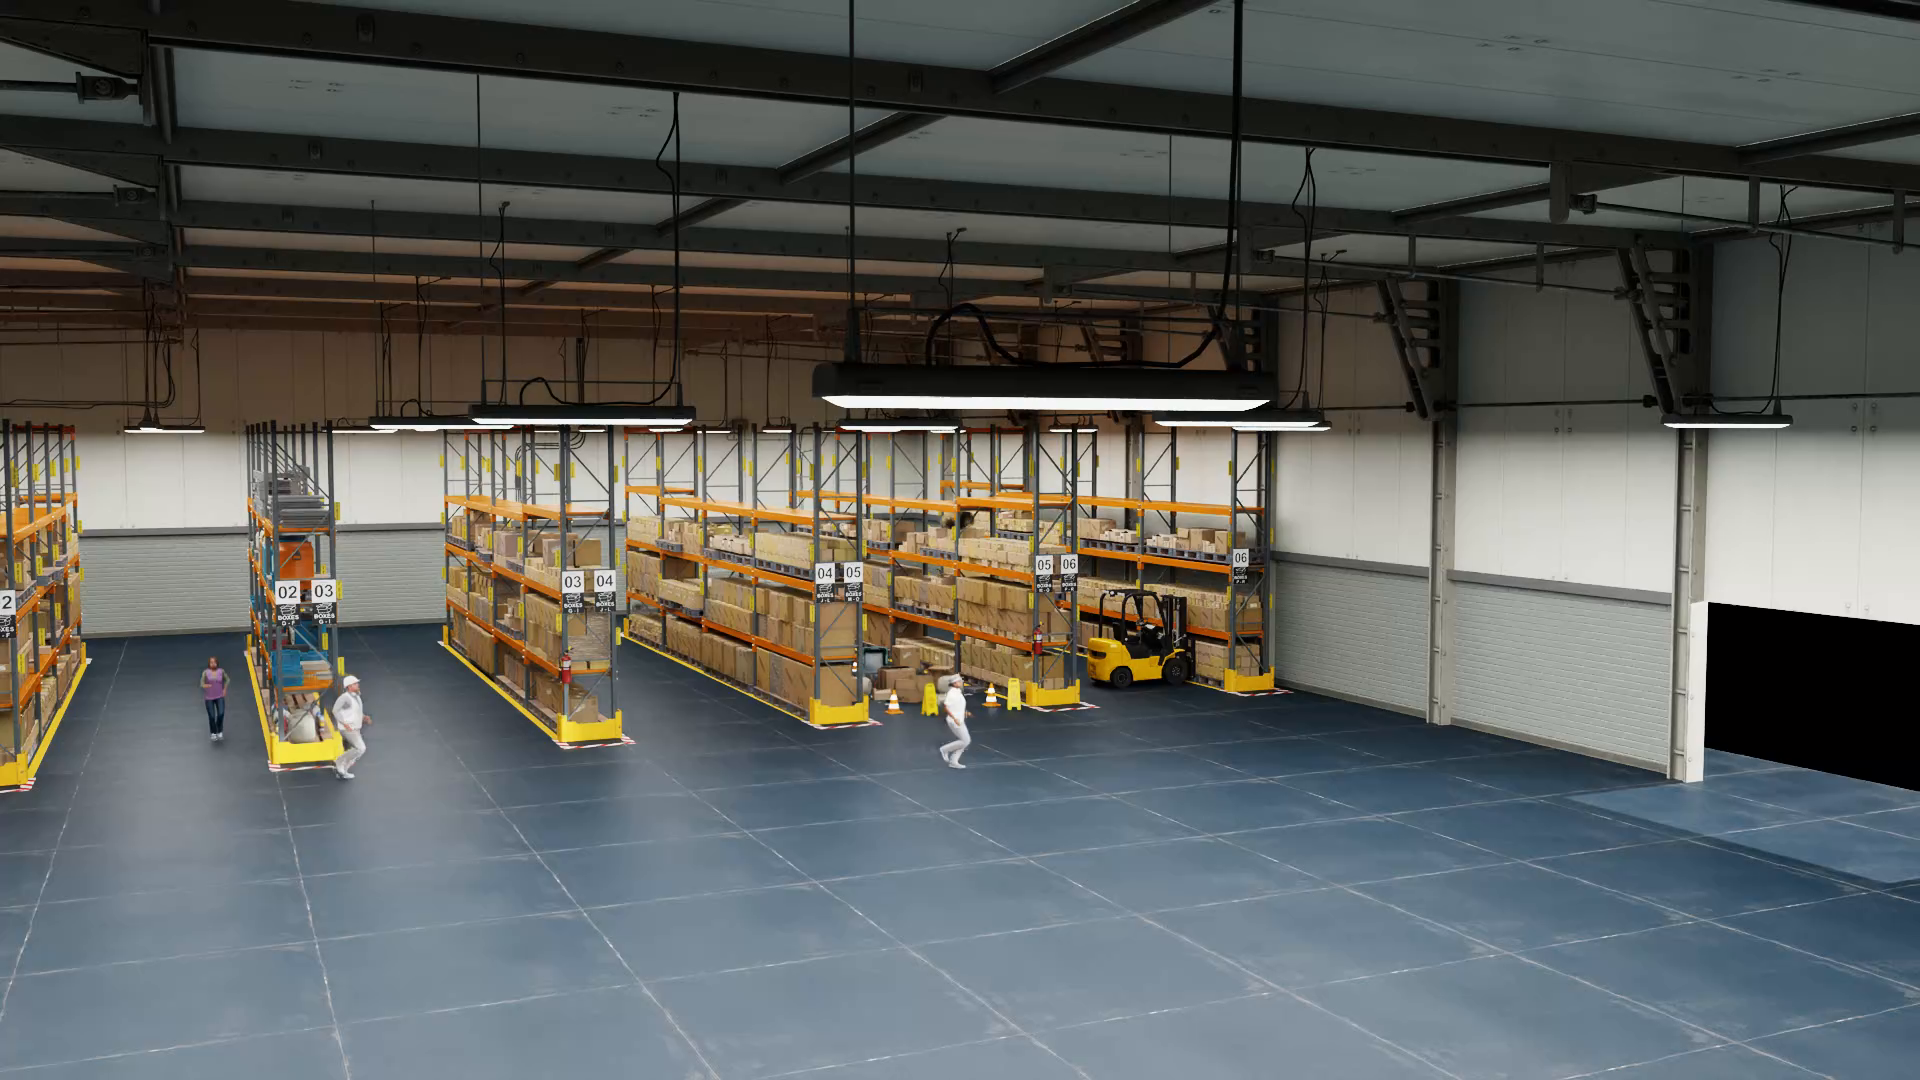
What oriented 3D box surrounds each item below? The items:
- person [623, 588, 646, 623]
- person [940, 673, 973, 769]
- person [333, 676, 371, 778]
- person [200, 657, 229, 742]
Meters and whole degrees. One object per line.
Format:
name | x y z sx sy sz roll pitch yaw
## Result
person | -9.521 1.794 49.063 0.819 1.800 0.706 -1 4 -19
person | -0.058 3.111 28.622 0.559 1.657 0.575 0 4 7
person | -10.175 3.125 27.850 0.585 1.708 0.623 0 4 4
person | -13.925 2.984 31.091 0.515 1.604 0.625 -2 4 -26
